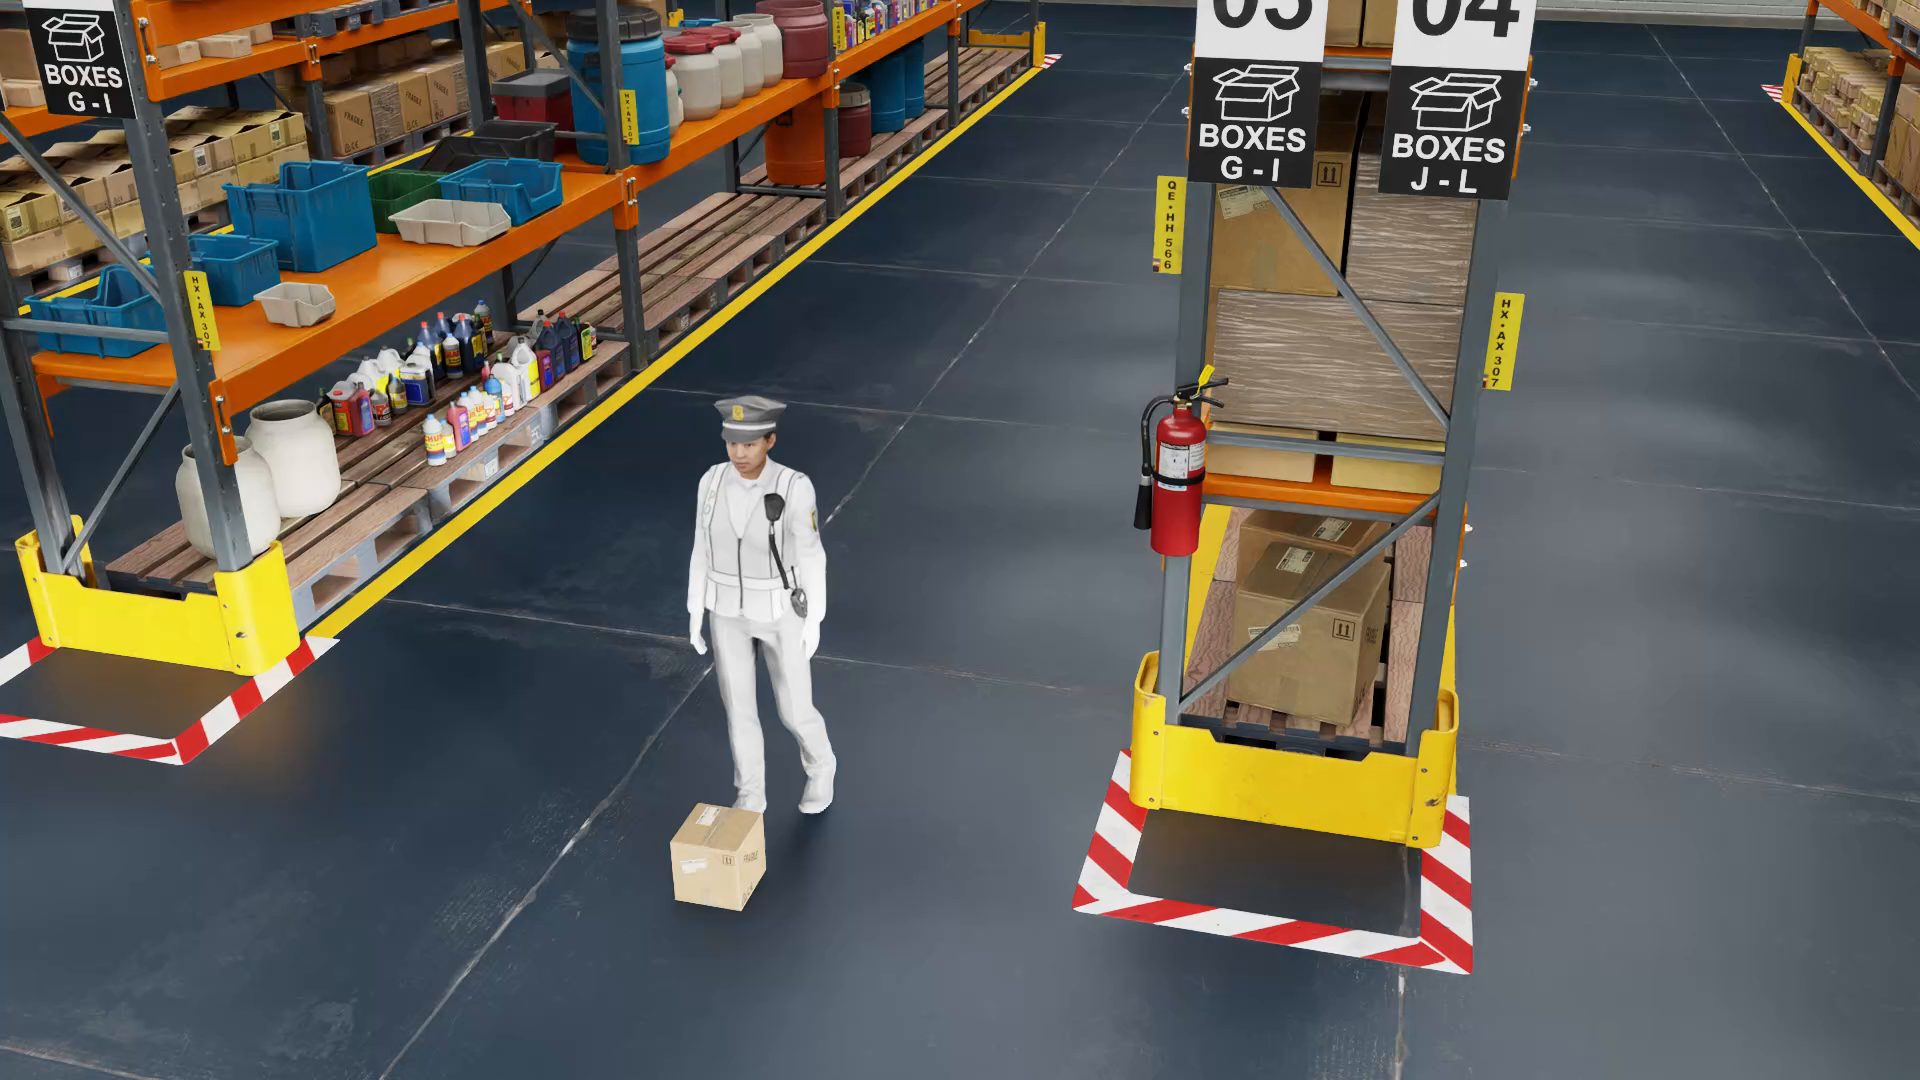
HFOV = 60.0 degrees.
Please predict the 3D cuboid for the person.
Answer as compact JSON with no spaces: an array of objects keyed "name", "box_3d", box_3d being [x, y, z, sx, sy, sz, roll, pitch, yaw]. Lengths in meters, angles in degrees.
[{"name":"person","box_3d":[-0.741,0.284,6.003,0.503,1.705,0.504,6,26,13]}]
